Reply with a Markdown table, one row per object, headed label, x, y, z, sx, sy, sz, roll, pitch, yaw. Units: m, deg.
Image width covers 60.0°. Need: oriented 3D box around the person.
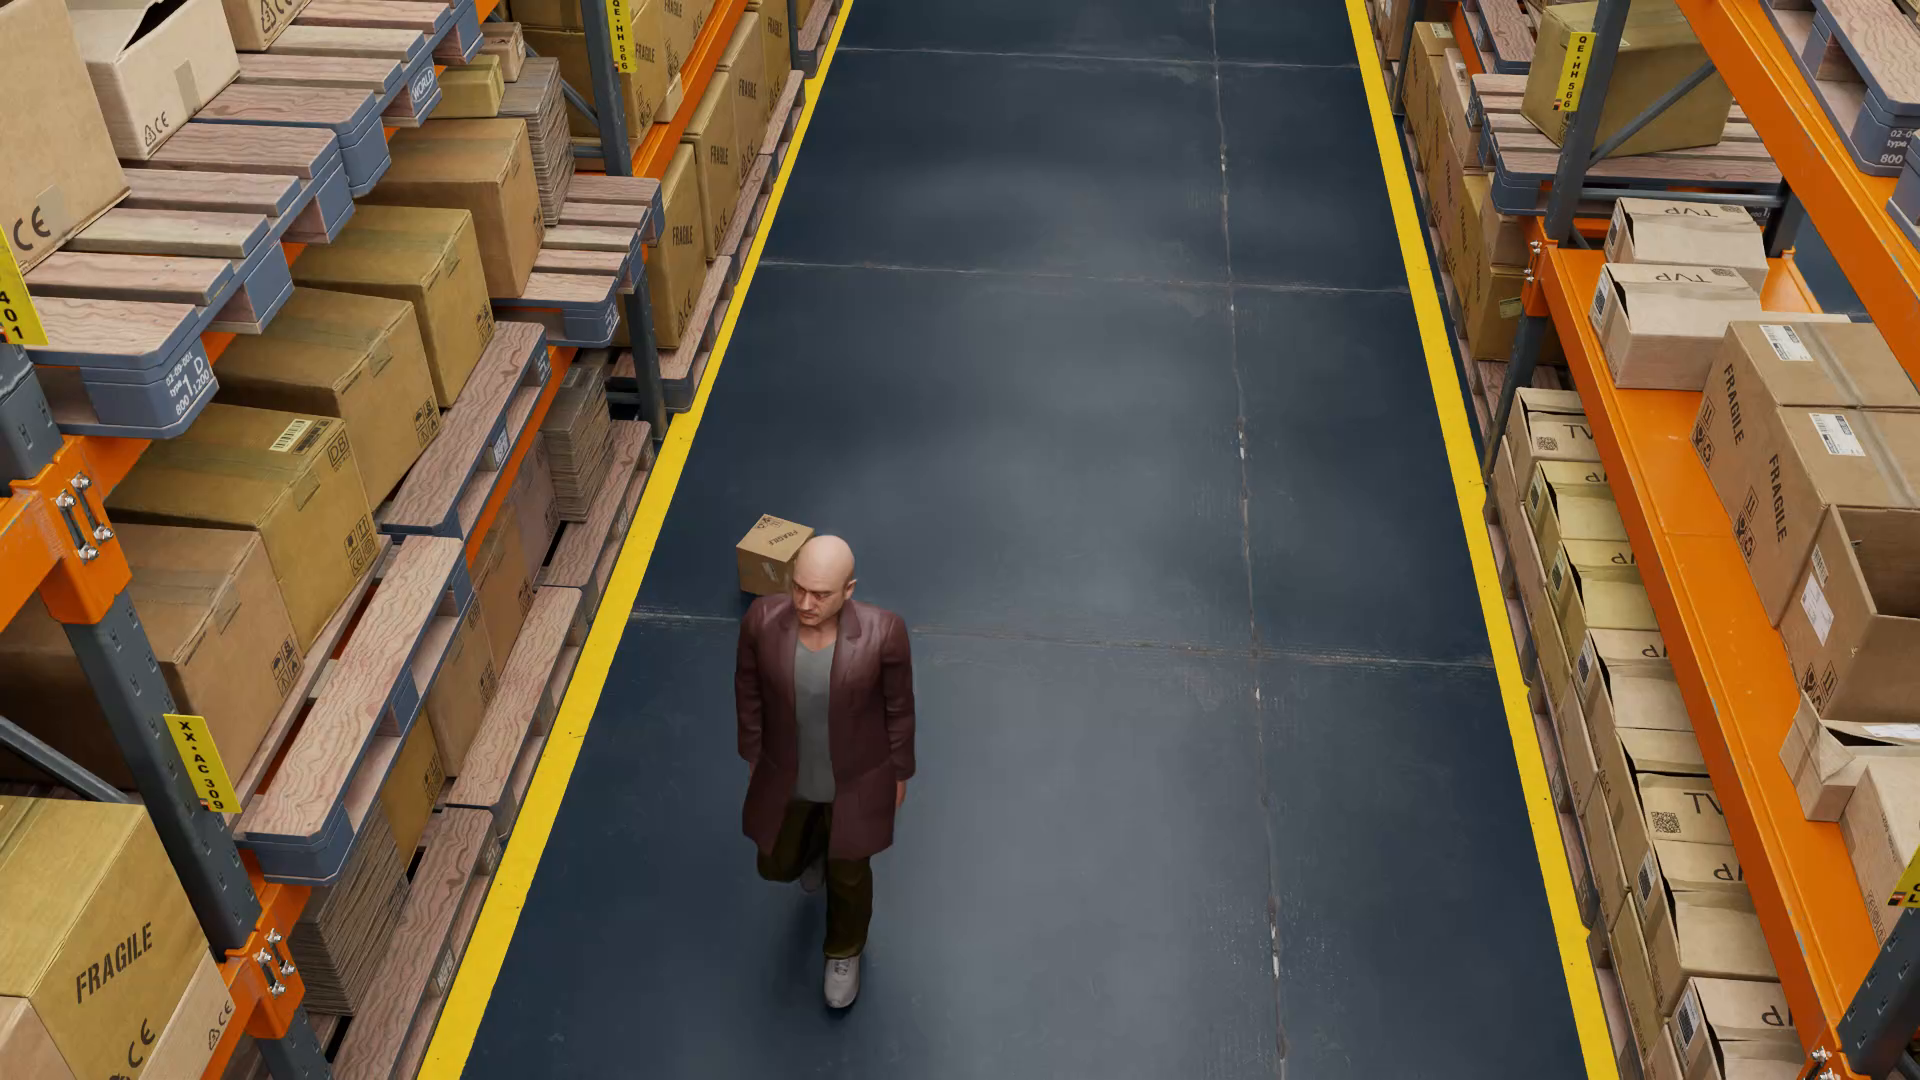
| label | x | y | z | sx | sy | sz | roll | pitch | yaw |
| --- | --- | --- | --- | --- | --- | --- | --- | --- | --- |
| person | -0.422 | 0.694 | 5.294 | 0.576 | 1.761 | 0.686 | 6 | 40 | 7 |
